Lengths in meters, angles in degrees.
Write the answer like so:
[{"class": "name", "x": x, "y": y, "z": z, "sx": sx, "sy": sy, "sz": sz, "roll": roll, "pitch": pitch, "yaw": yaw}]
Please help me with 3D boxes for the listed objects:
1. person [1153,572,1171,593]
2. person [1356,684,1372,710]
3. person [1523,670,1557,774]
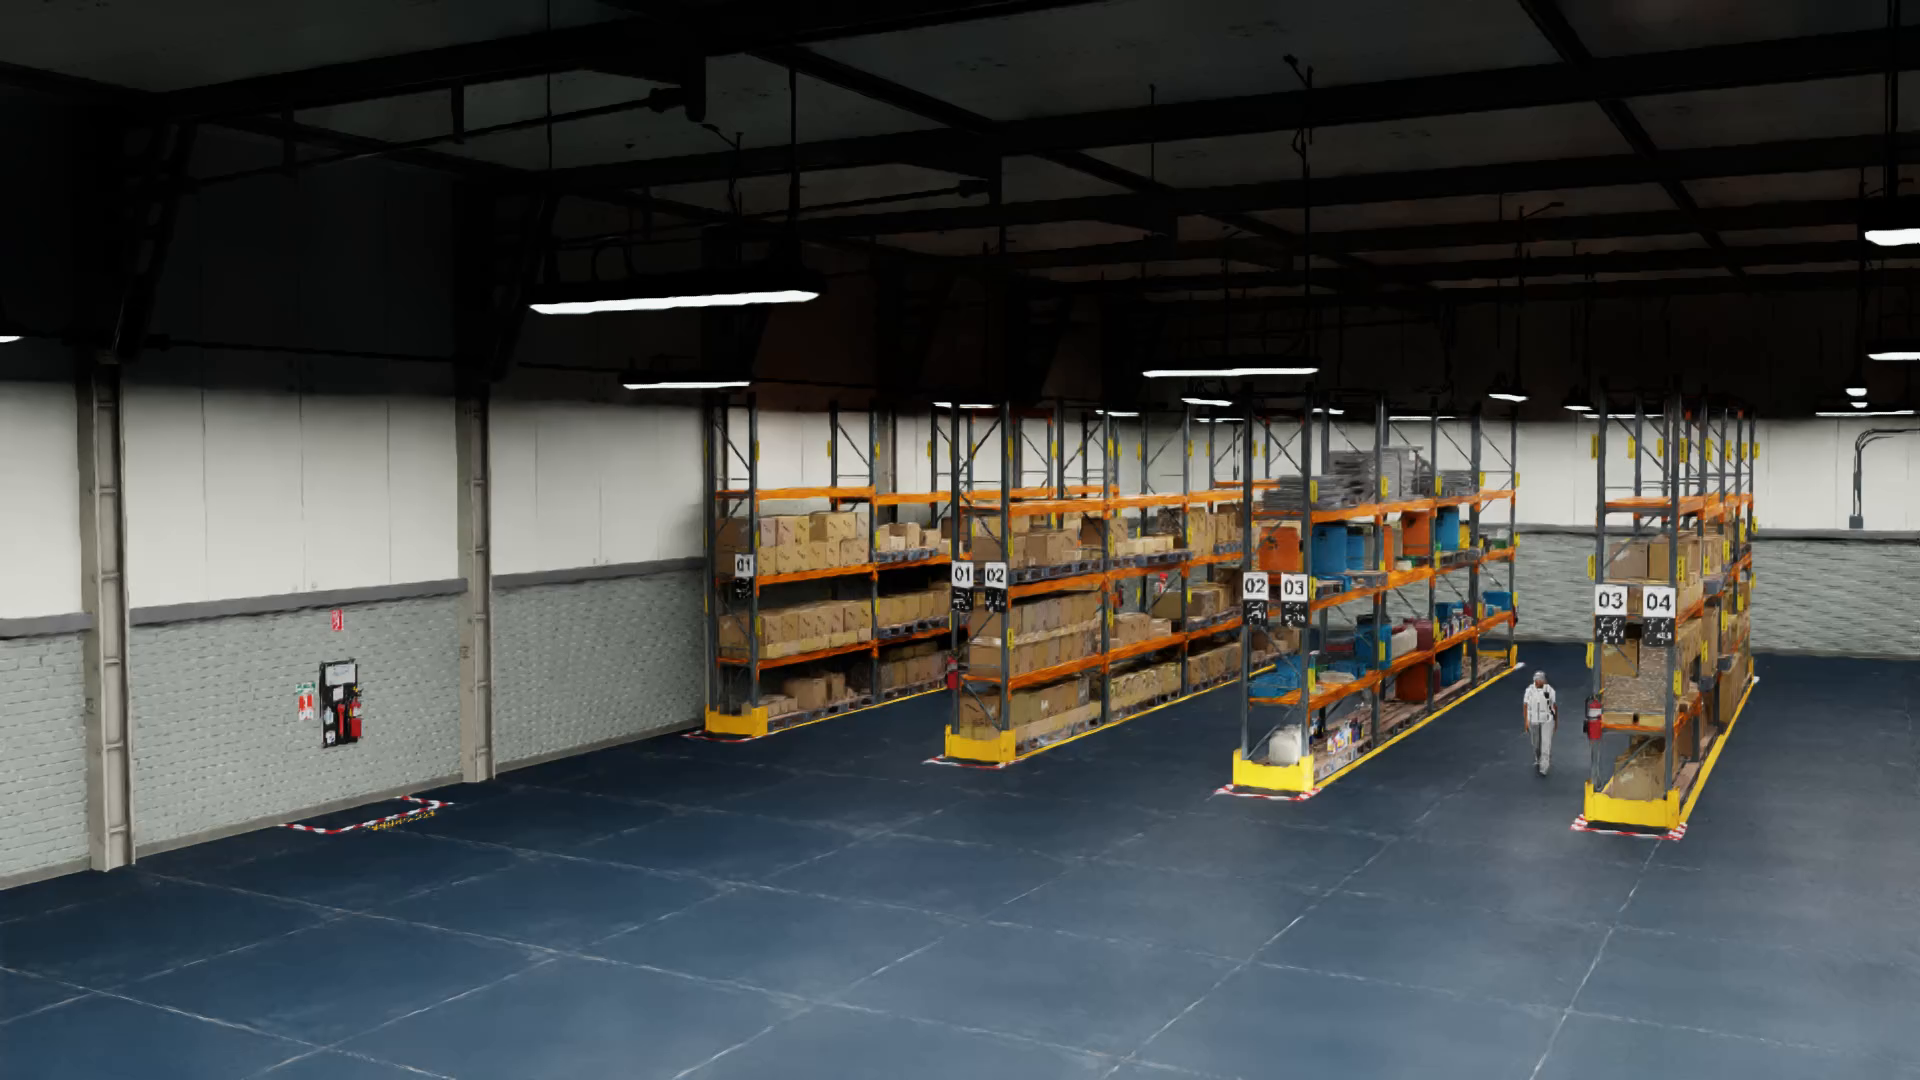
[{"class": "person", "x": 5.401, "y": 1.724, "z": 43.953, "sx": 0.710, "sy": 1.785, "sz": 0.531, "roll": -1, "pitch": 3, "yaw": -24}, {"class": "person", "x": 7.574, "y": 2.408, "z": 31.018, "sx": 0.439, "sy": 1.584, "sz": 0.476, "roll": 0, "pitch": 3, "yaw": -5}, {"class": "person", "x": 9.022, "y": 2.799, "z": 25.873, "sx": 0.497, "sy": 1.583, "sz": 1.090, "roll": 2, "pitch": 4, "yaw": 31}]
